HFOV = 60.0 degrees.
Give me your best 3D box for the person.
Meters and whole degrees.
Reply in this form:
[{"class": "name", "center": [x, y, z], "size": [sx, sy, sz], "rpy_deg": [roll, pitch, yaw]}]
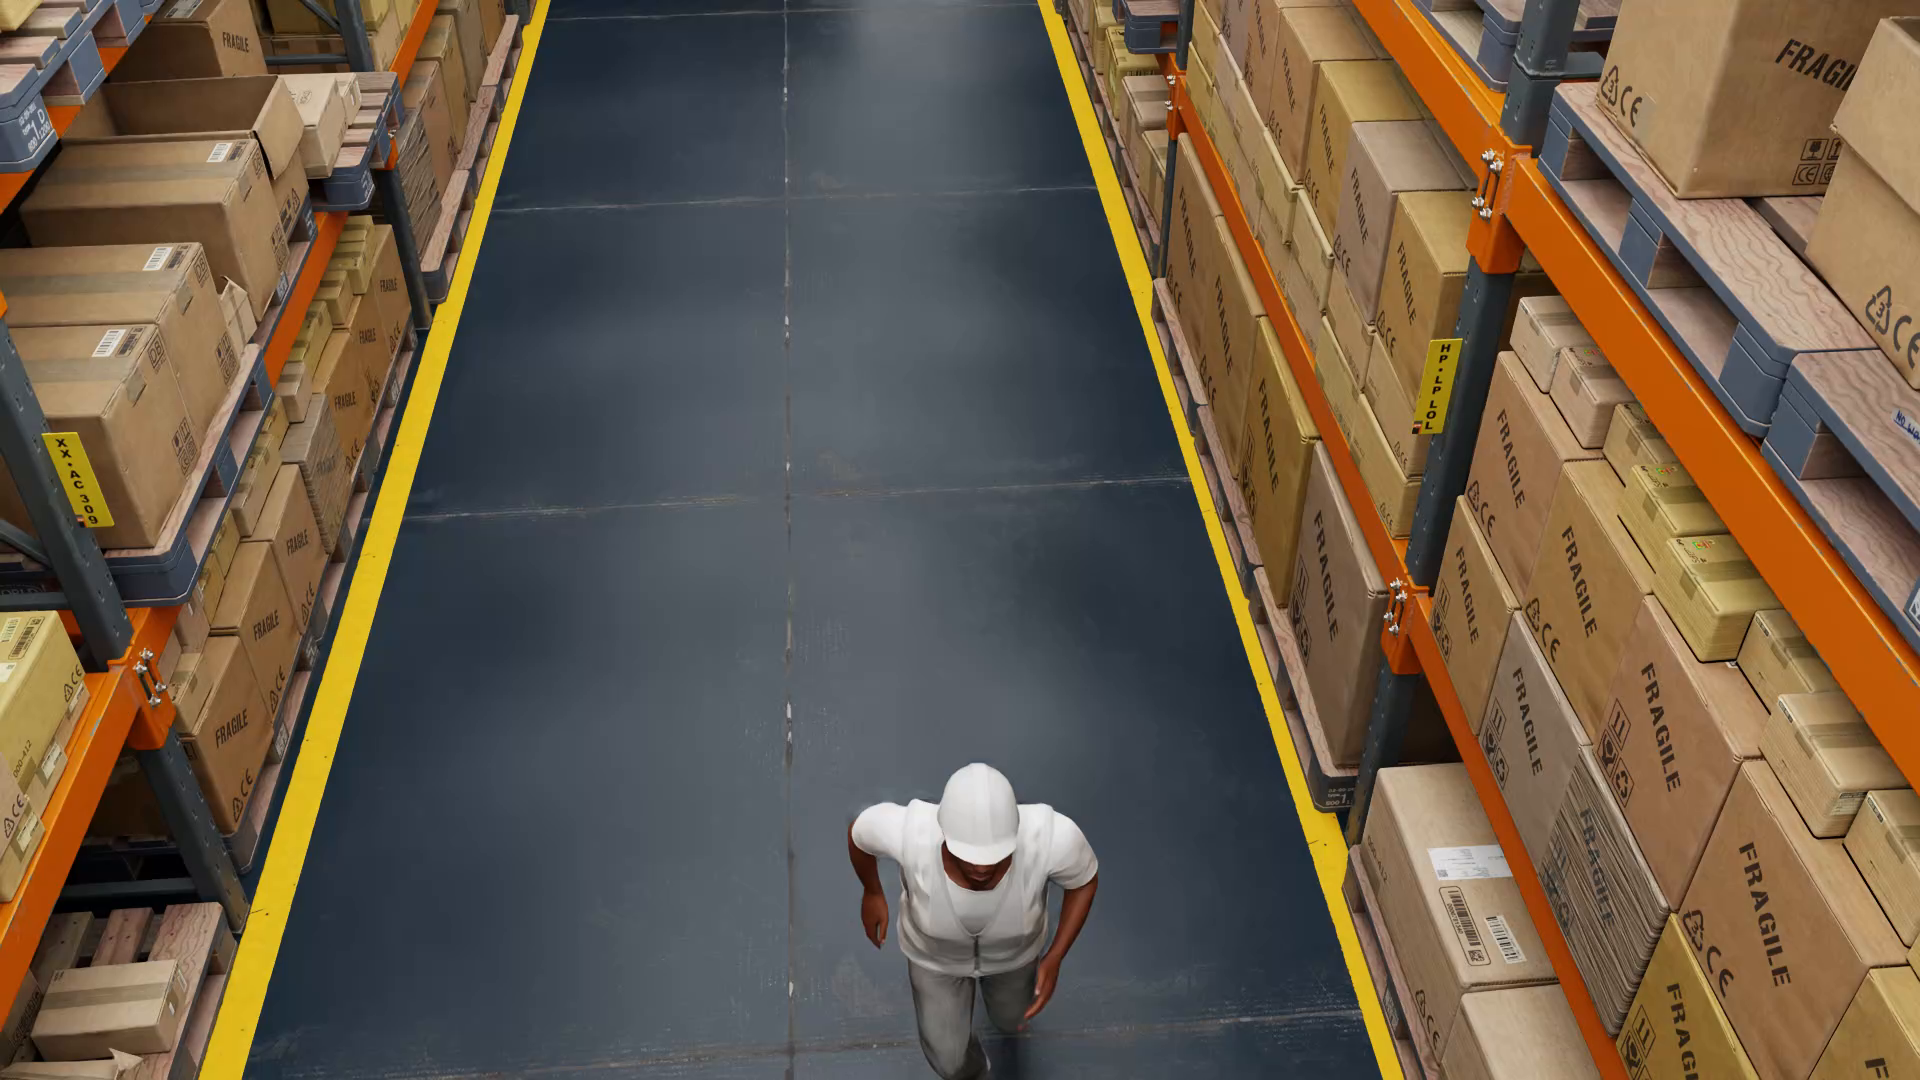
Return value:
[{"class": "person", "center": [0.028, 1.098, 4.834], "size": [0.676, 1.696, 0.849], "rpy_deg": [-4, 39, -5]}]
